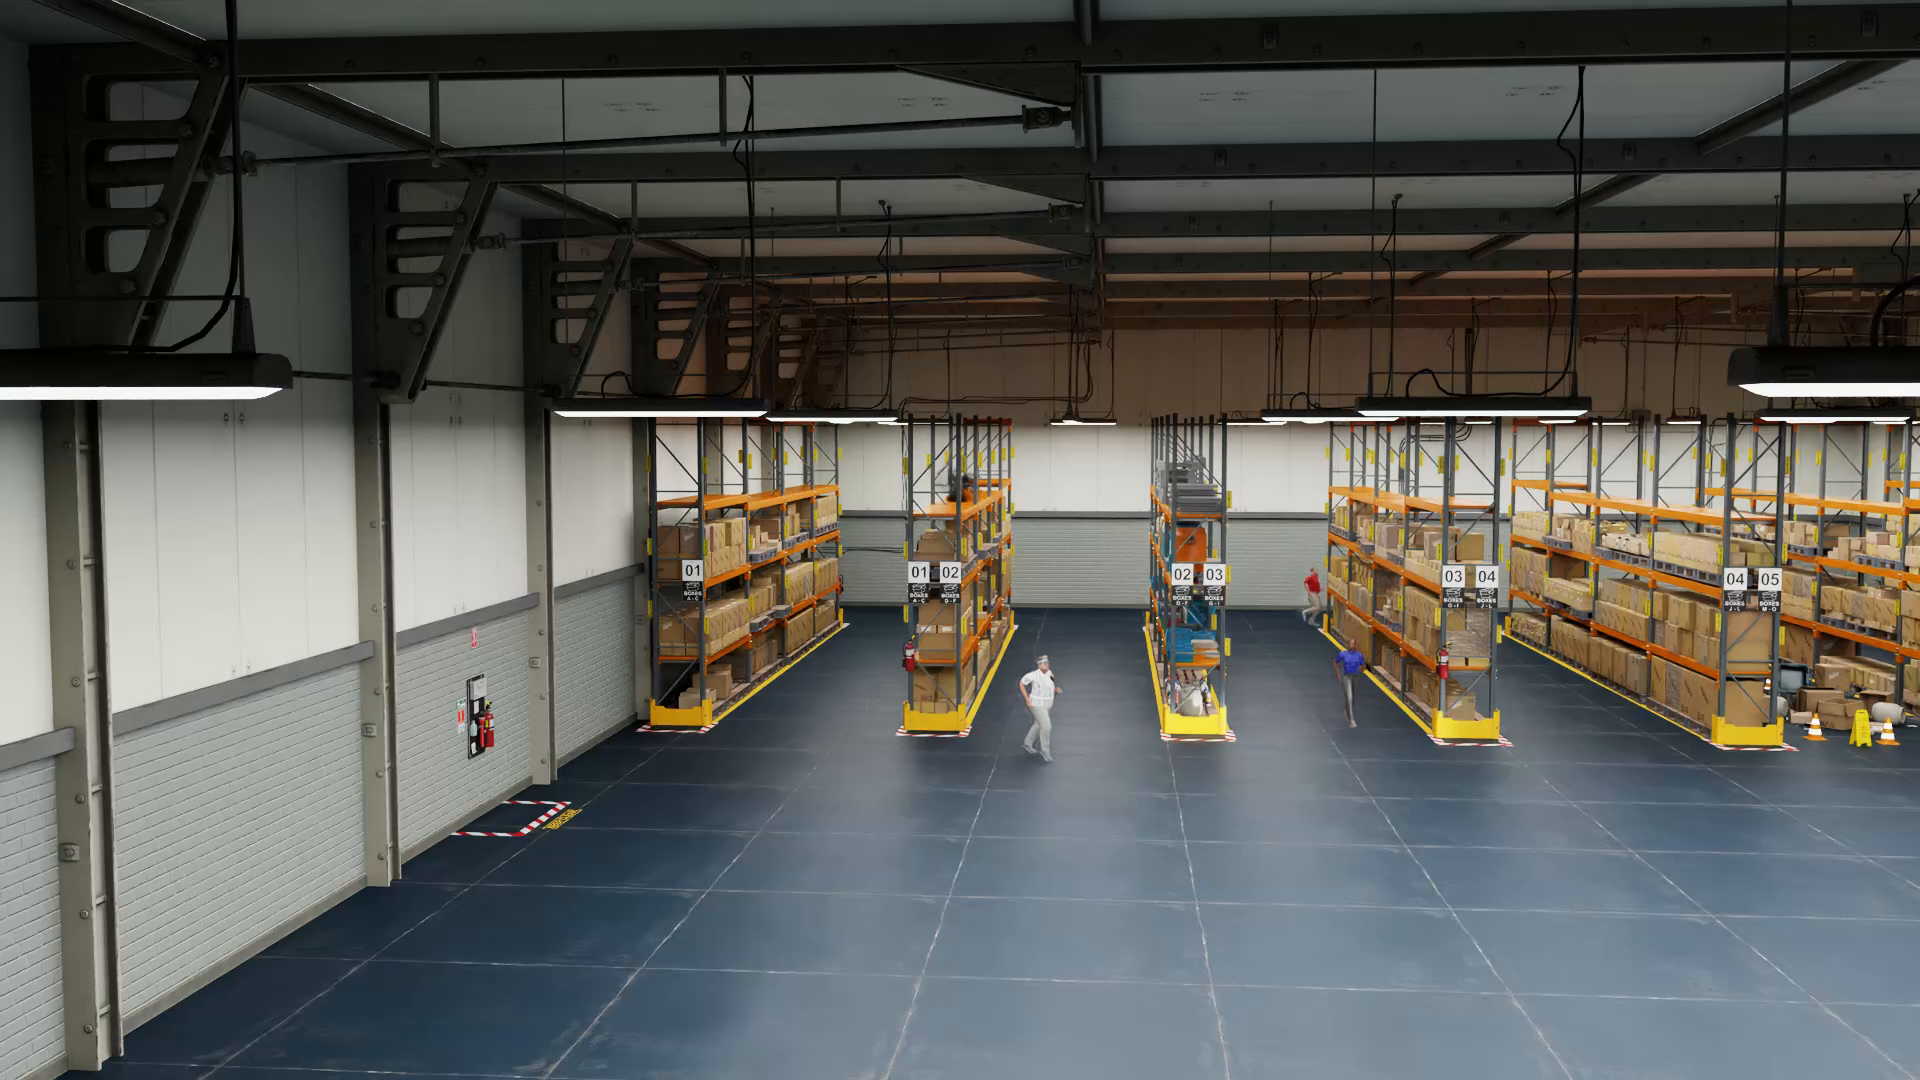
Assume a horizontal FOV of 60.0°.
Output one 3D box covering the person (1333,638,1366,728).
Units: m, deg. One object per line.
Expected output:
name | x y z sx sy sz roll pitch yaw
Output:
person | 7.532 2.719 32.063 0.580 1.667 0.893 0 4 -6

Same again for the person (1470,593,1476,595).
person | 13.838 1.783 45.665 0.749 1.744 0.597 3 5 42

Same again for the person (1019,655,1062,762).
person | 1.408 2.893 28.840 0.800 1.837 0.642 3 5 38

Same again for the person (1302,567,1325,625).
person | 10.269 1.638 48.297 0.611 1.695 0.692 2 4 28
